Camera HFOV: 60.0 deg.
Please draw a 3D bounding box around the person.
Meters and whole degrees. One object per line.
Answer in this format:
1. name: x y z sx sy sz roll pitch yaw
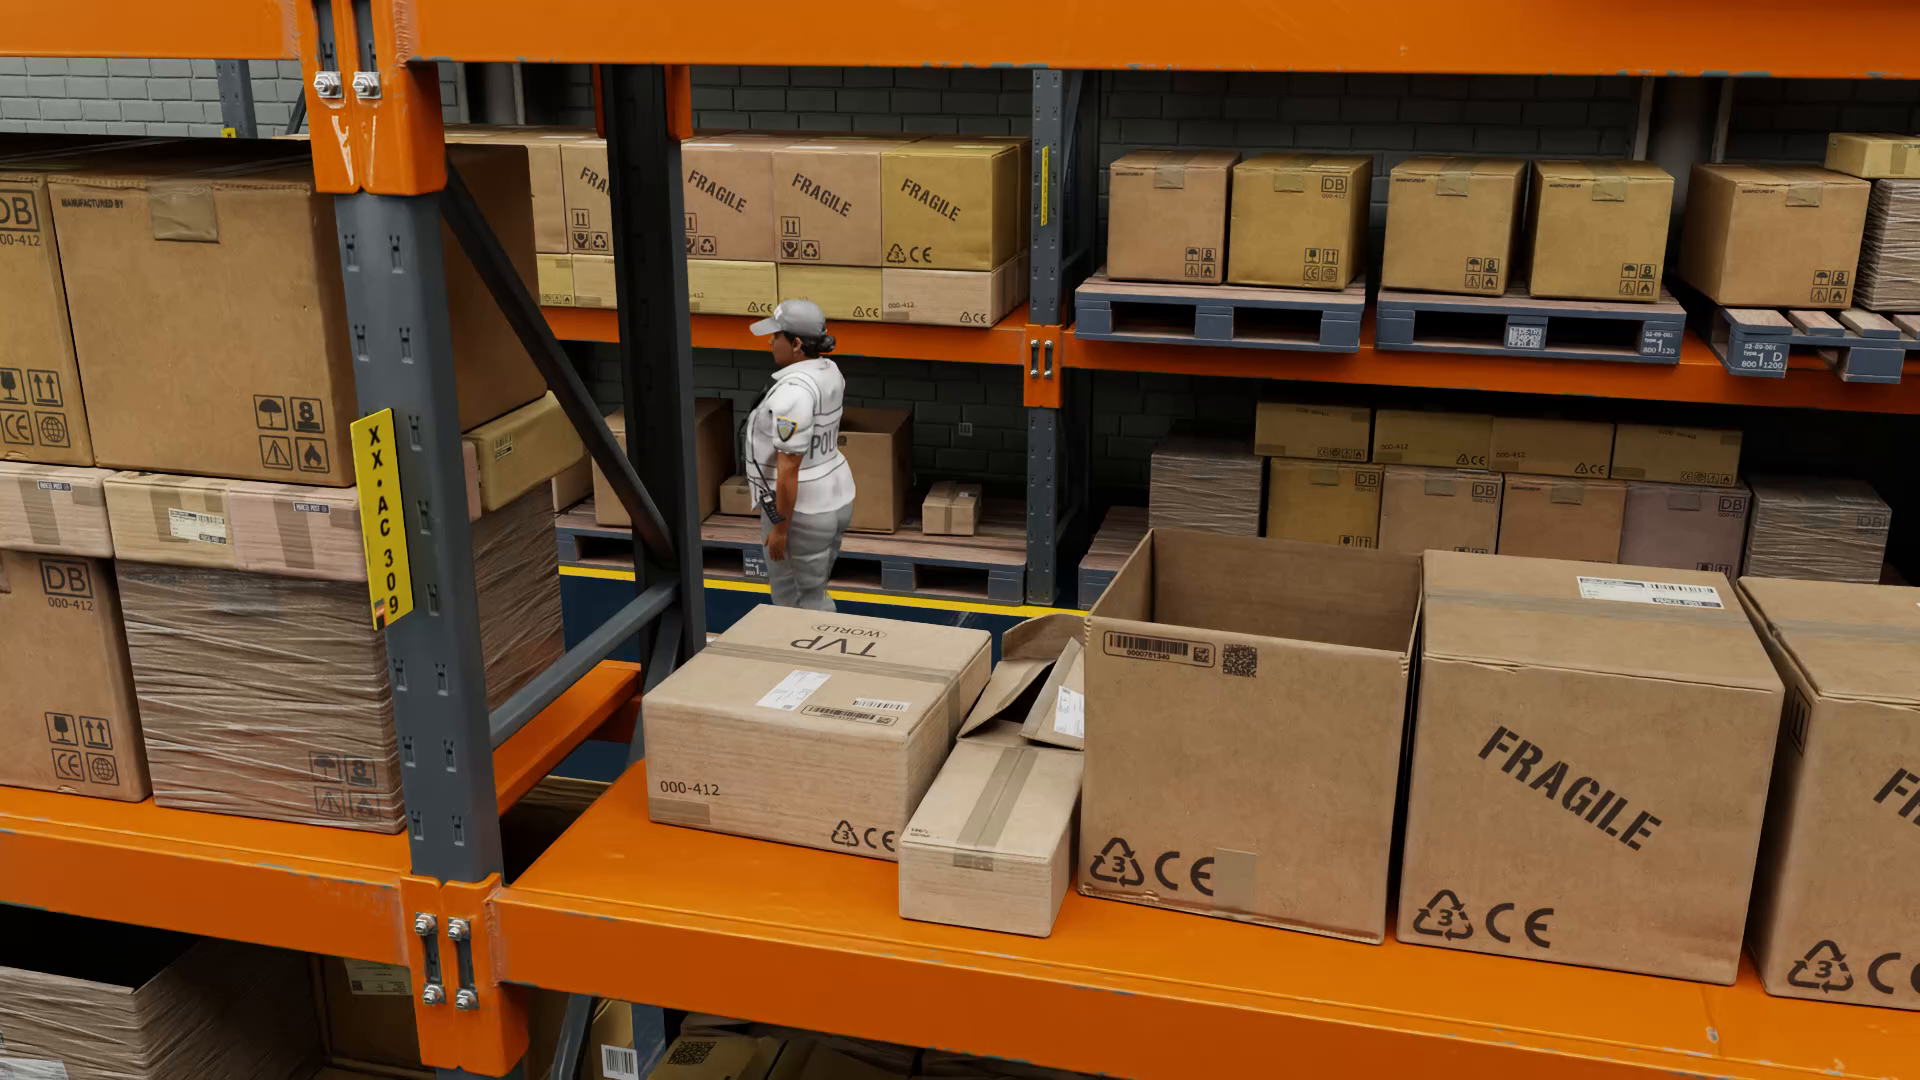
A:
1. person: -0.614 -0.088 6.357 0.390 1.679 0.466 5 19 15
